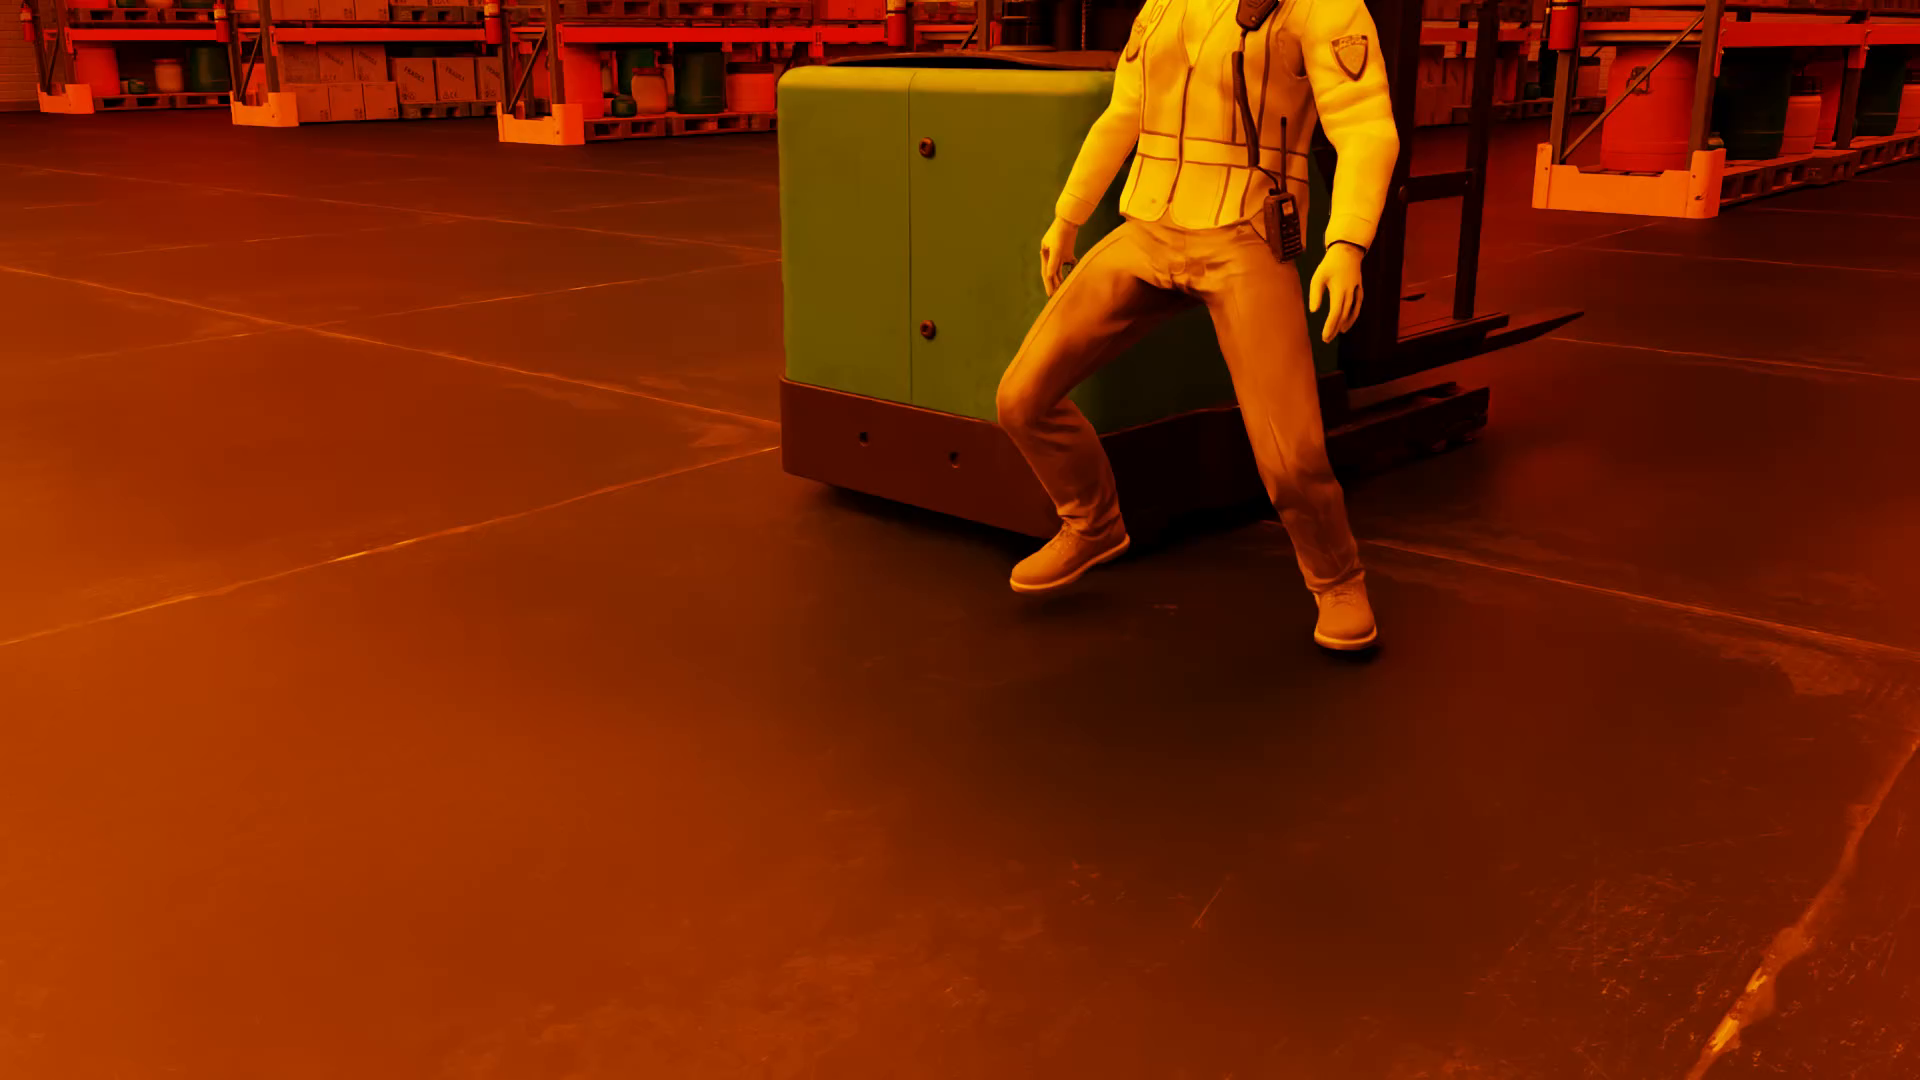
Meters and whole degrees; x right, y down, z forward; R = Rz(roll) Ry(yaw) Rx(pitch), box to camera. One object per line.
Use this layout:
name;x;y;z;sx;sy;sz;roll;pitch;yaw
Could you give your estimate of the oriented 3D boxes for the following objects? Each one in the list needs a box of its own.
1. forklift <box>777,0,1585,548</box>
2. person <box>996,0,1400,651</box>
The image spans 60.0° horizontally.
forklift;0.912;-1.739;4.623;1.130;2.935;3.031;15;23;41
person;0.471;-0.572;3.114;0.568;1.533;0.815;-16;23;-41
